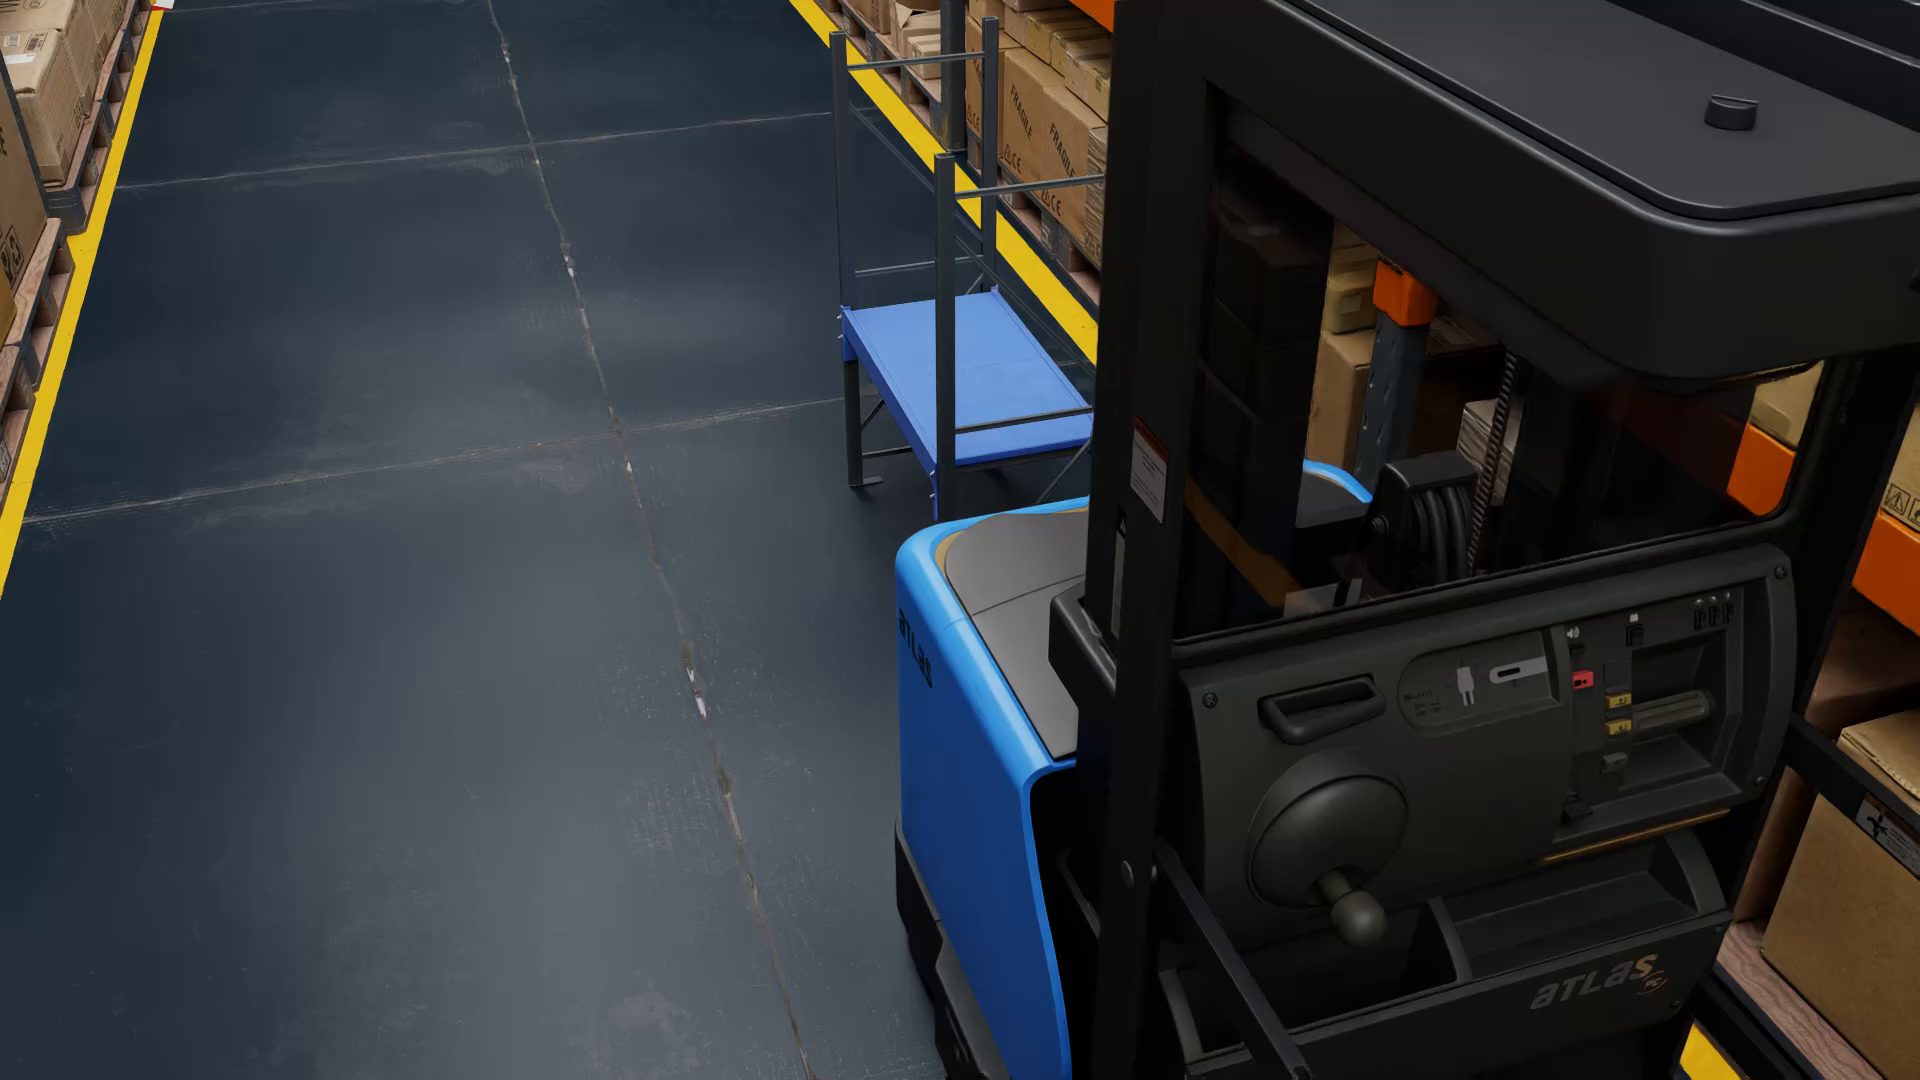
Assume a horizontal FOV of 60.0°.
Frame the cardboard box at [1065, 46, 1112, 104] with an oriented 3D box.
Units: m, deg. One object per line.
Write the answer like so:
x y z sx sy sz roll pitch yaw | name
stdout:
0.641 -1.870 6.657 0.380 0.149 0.250 -10 35 -15 | cardboard box

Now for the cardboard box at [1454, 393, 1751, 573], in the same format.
1.798 0.001 4.301 0.875 0.625 0.625 -9 34 -13 | cardboard box

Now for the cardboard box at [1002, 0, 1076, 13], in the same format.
0.381 -2.410 7.204 0.380 0.149 0.250 -12 35 -17 | cardboard box

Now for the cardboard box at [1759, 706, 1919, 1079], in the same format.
2.210 0.696 3.249 0.875 0.625 0.625 -11 35 -17 | cardboard box

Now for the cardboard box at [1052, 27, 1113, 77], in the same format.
0.600 -2.007 6.865 0.380 0.149 0.250 -11 35 -16 | cardboard box

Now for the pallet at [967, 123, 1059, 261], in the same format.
0.684 -1.660 7.571 1.003 0.211 1.213 -10 35 -15 | pallet

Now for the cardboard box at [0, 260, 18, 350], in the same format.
-3.777 -0.911 5.455 0.875 0.875 0.875 -9 35 -13 | cardboard box

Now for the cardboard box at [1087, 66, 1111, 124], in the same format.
0.714 -1.739 6.459 0.380 0.149 0.250 -9 34 -13 | cardboard box

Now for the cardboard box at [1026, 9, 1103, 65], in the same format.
0.504 -2.149 7.079 0.380 0.149 0.250 -12 35 -17 | cardboard box

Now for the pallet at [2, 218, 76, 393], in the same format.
-4.018 -0.852 6.348 1.003 0.211 1.213 -10 35 -15 | pallet

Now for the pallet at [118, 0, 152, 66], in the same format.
-5.227 -2.938 9.504 1.003 0.211 1.213 -10 35 -15 | pallet

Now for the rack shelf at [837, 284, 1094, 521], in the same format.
0.026 -0.431 4.868 0.538 0.185 1.000 -10 35 -15 | rack shelf

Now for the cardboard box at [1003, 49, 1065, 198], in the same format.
0.505 -1.807 7.150 0.500 0.500 0.500 -10 35 -15 | cardboard box

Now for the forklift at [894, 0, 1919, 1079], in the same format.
0.810 0.335 2.085 1.130 2.935 3.031 -11 35 -16 | forklift

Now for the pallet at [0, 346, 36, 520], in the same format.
-3.643 -0.210 5.377 1.003 0.211 1.213 -10 35 -15 | pallet

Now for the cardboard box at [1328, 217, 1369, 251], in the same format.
1.116 -0.902 5.192 0.380 0.149 0.250 -12 35 -17 | cardboard box

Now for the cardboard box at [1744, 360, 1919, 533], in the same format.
1.836 -0.273 3.079 0.500 0.250 0.500 -11 35 -16 | cardboard box

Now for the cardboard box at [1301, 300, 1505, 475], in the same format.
1.287 -0.462 5.115 0.500 0.500 0.500 -9 35 -13 | cardboard box

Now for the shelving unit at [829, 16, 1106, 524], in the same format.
0.026 -0.581 4.769 0.538 1.500 1.048 -10 35 -15 | shelving unit

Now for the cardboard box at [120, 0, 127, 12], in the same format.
-5.249 -3.284 9.443 0.875 0.438 0.875 -11 35 -16 | cardboard box

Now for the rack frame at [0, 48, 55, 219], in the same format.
-4.326 -2.408 6.173 1.000 3.000 0.127 -10 35 -15 | rack frame

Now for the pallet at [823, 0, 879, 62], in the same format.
-0.184 -3.083 9.725 1.003 0.211 1.213 -10 35 -15 | pallet

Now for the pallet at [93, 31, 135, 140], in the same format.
-4.859 -2.298 8.537 1.003 0.211 1.213 -10 35 -15 | pallet

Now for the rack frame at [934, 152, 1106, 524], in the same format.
0.181 -0.314 4.365 0.500 1.500 0.032 -10 35 -15 | rack frame

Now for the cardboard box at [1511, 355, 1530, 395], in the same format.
1.759 -0.545 5.240 0.500 0.500 0.500 -9 34 -13 | cardboard box

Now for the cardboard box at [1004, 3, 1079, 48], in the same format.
0.415 -2.282 7.280 0.380 0.149 0.250 -11 35 -16 | cardboard box

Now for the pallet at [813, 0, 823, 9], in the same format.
-0.553 -3.723 10.692 1.003 0.211 1.213 -10 35 -15 | pallet

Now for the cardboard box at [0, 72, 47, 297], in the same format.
-4.060 -1.384 6.170 0.875 0.875 0.875 -9 34 -13 | cardboard box

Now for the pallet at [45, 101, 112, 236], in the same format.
-4.483 -1.657 7.566 1.003 0.211 1.213 -10 35 -15 | pallet

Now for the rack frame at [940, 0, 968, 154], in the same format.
0.400 -3.244 7.439 1.000 3.000 0.127 -10 35 -15 | rack frame

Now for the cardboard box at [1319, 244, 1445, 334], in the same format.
1.229 -0.764 4.983 0.380 0.149 0.250 -12 35 -17 | cardboard box

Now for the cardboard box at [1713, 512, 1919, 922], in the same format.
2.005 0.343 3.783 0.875 0.625 0.625 -9 34 -13 | cardboard box

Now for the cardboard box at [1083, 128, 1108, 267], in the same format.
0.806 -1.271 6.339 0.500 0.500 0.500 -11 35 -16 | cardboard box

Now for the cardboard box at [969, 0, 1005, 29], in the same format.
0.256 -2.414 7.481 0.380 0.149 0.250 -8 34 -12 | cardboard box

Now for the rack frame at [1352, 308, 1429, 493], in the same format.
1.620 -1.144 4.261 1.000 3.000 0.127 -10 35 -15 | rack frame

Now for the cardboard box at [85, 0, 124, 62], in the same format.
-4.962 -2.805 8.718 0.875 0.438 0.875 -9 35 -13 | cardboard box

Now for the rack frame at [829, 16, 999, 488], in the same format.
-0.129 -0.848 5.173 0.500 1.500 0.032 -10 35 -15 | rack frame

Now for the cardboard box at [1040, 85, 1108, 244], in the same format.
0.653 -1.544 6.752 0.500 0.500 0.500 -11 35 -16 | cardboard box

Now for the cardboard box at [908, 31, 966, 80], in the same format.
-0.049 -2.473 8.477 0.380 0.149 0.250 -11 35 -16 | cardboard box

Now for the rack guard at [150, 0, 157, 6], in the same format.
-5.553 -3.477 10.059 1.175 0.500 0.348 -10 35 -15 | rack guard

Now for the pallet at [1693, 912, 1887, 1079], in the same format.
2.203 1.097 3.398 1.003 0.211 1.213 -10 35 -15 | pallet

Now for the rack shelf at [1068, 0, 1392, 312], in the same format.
1.010 -1.894 6.048 1.077 0.370 4.000 -10 35 -15 | rack shelf

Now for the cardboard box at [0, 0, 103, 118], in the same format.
-4.689 -2.332 8.001 0.875 0.438 0.875 -11 35 -16 | cardboard box

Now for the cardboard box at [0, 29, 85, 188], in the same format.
-4.415 -1.862 7.289 0.875 0.438 0.875 -11 35 -15 | cardboard box

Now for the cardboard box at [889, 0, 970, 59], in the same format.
-0.158 -2.709 8.728 0.396 0.266 0.258 -9 34 -13 | cardboard box

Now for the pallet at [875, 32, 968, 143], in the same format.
0.192 -2.442 8.754 1.003 0.211 1.213 -10 35 -15 | pallet

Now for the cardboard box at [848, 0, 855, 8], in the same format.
-0.434 -3.390 9.546 0.500 0.500 0.500 -9 35 -14 | cardboard box

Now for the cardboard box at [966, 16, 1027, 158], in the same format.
0.334 -2.085 7.571 0.500 0.500 0.500 -9 34 -13 | cardboard box

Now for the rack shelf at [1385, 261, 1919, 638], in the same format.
2.231 0.206 2.870 1.077 0.370 4.000 -10 35 -15 | rack shelf

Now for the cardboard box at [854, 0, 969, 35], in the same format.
-0.183 -3.139 9.166 0.700 0.500 0.500 -11 35 -17 | cardboard box

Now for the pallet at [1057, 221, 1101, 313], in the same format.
1.060 -1.019 6.600 1.003 0.211 1.213 -10 35 -15 | pallet
